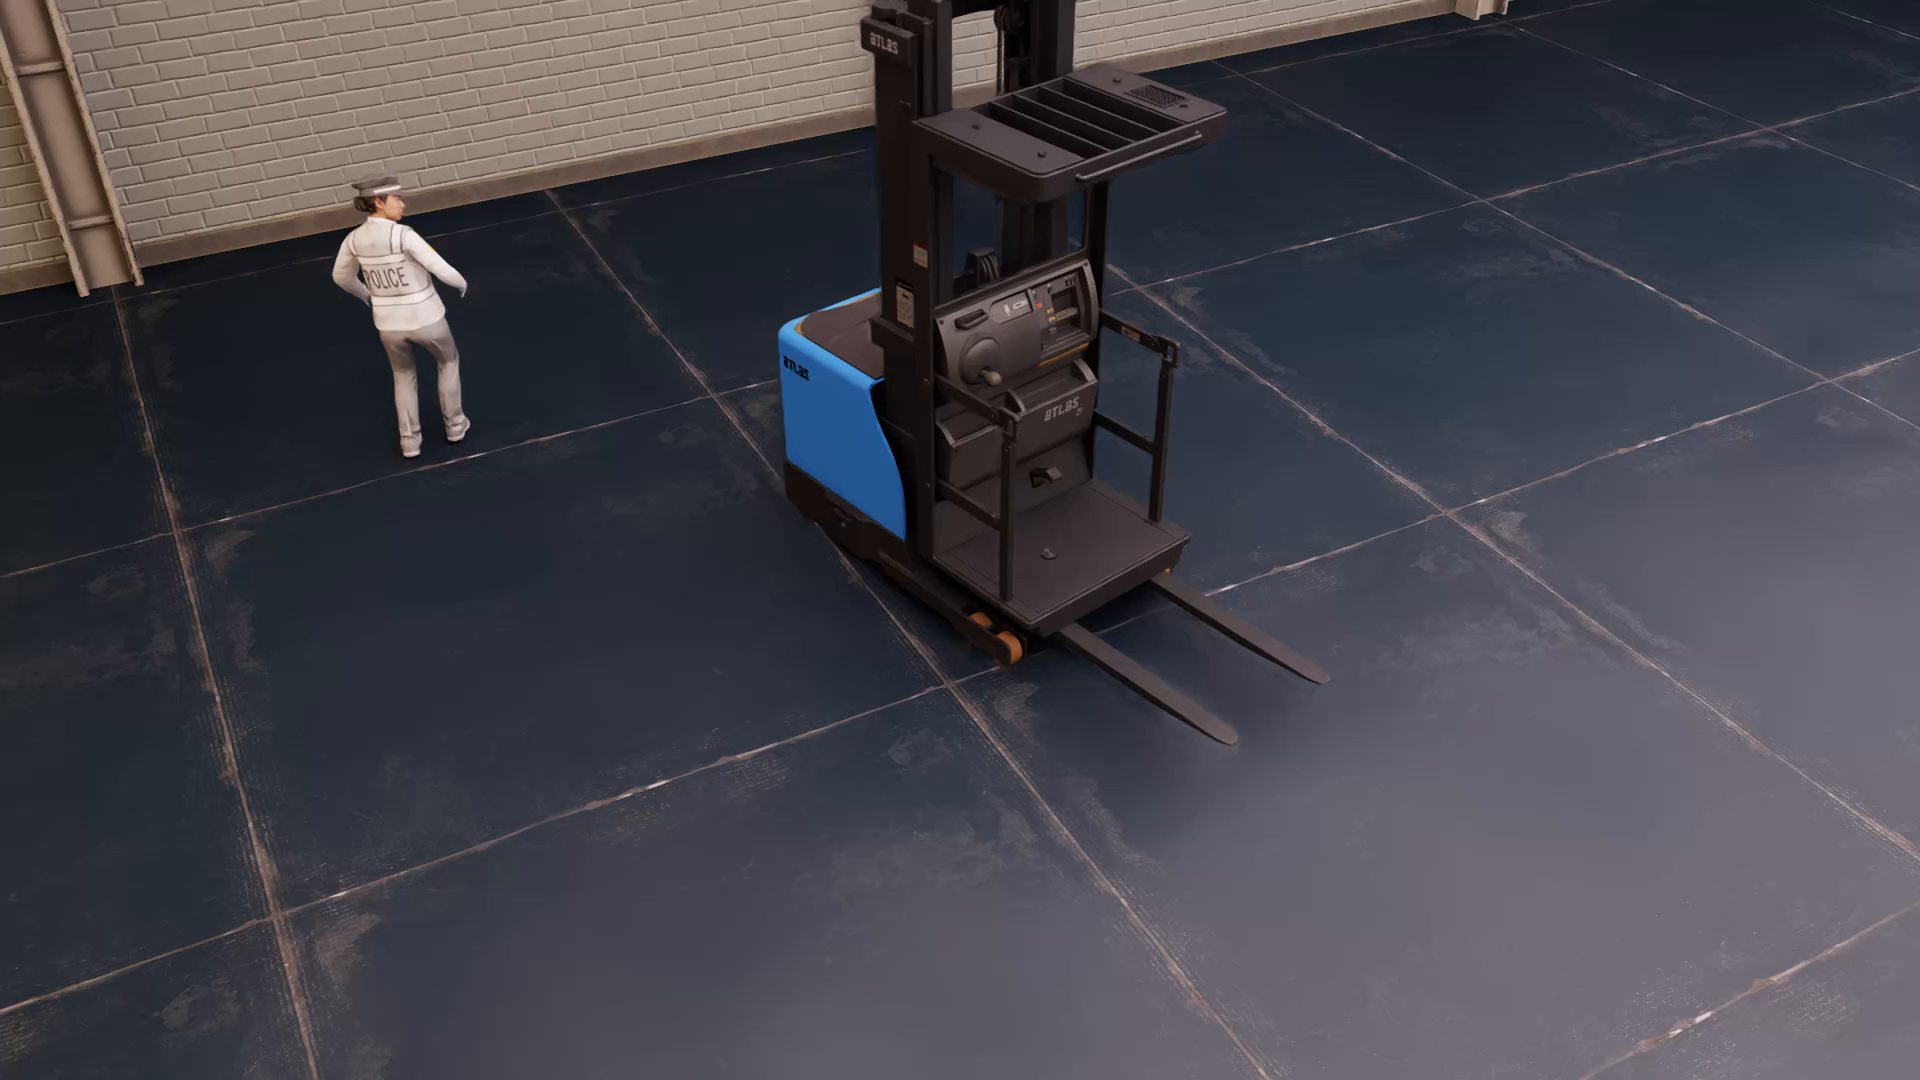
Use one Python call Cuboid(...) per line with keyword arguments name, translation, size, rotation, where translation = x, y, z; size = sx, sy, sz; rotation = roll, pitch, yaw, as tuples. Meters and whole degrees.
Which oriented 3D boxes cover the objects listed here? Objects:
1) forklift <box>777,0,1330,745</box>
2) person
Cuboid(name="forklift", translation=(0.410, -0.933, 7.443), size=(1.130, 2.935, 3.031), rotation=(-26, 43, -32))
Cuboid(name="person", translation=(-2.993, -1.217, 9.006), size=(0.727, 1.627, 0.505), rotation=(2, 35, 3))
